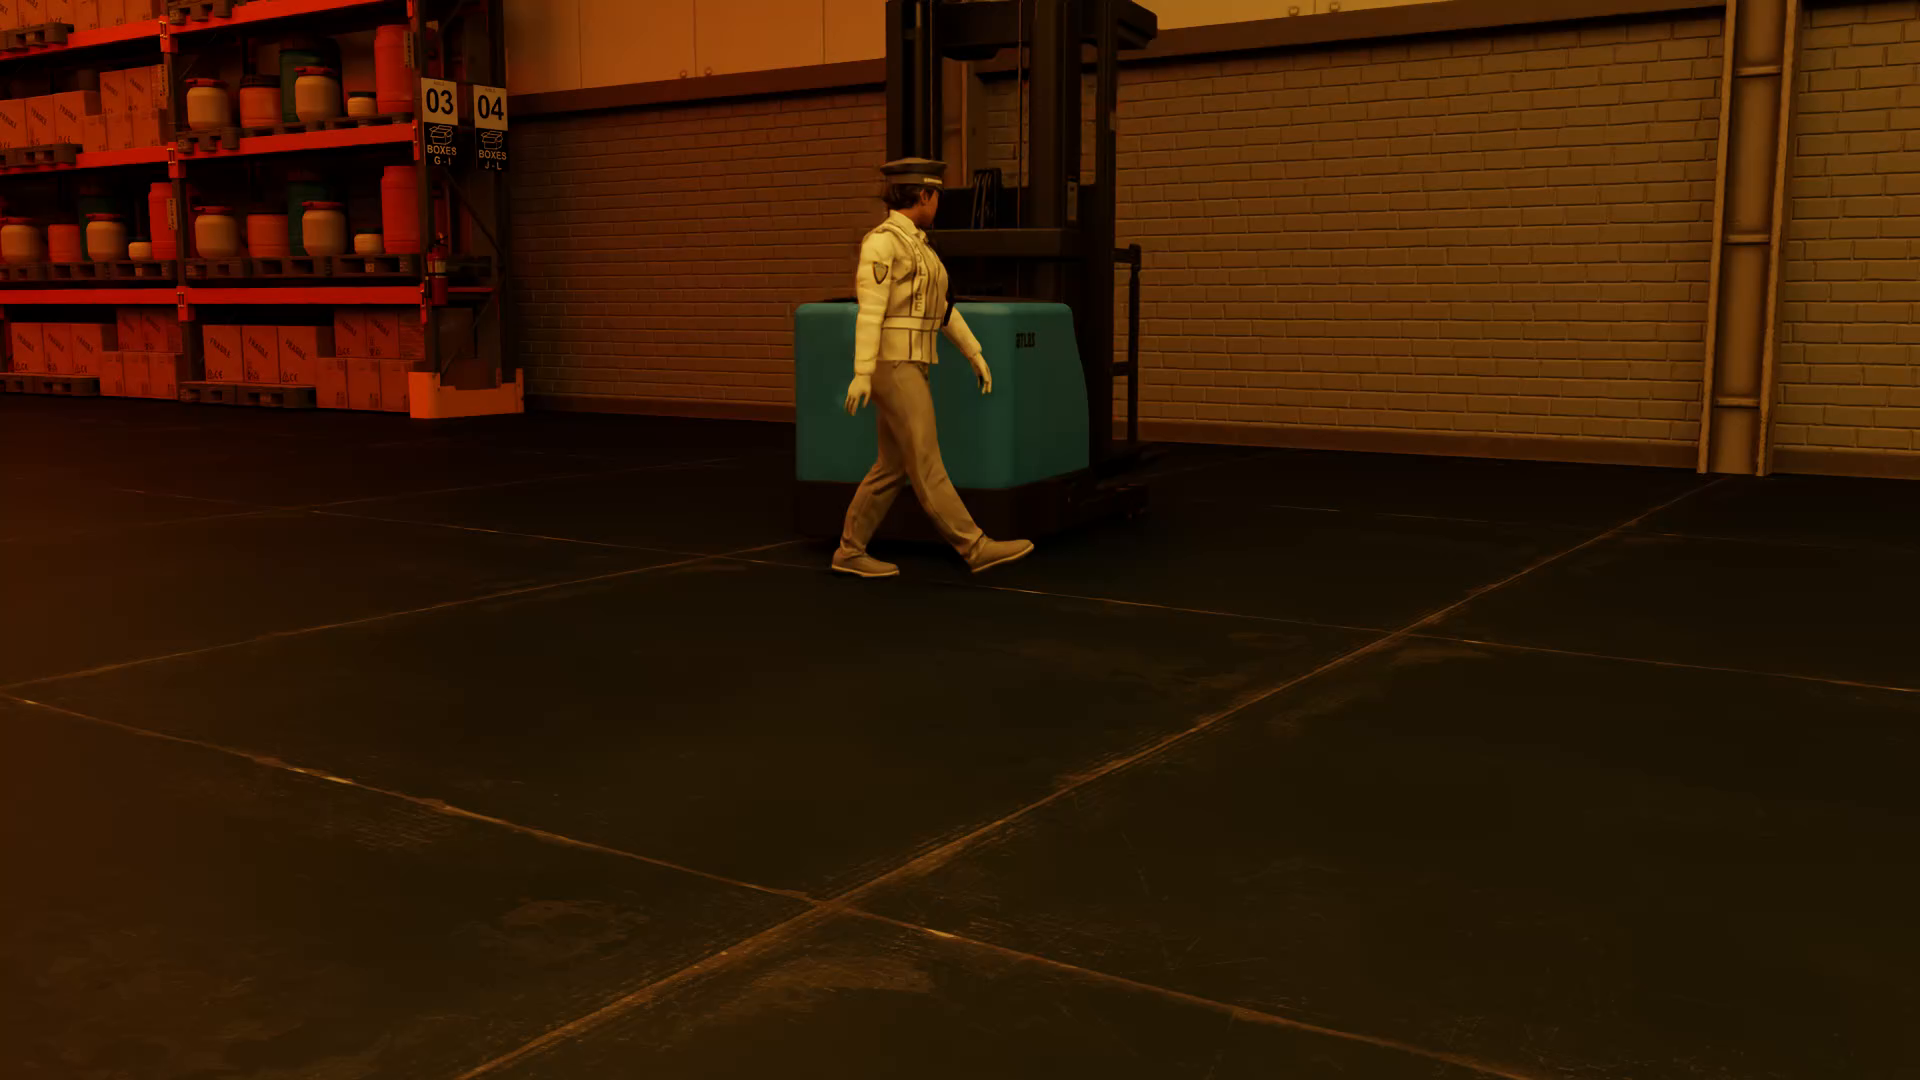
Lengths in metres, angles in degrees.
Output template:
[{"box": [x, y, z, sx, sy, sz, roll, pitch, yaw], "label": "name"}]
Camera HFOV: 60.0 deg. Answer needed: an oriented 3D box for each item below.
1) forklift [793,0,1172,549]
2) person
[{"box": [0.317, -1.572, 8.250, 1.130, 2.935, 3.031, 3, 9, 23], "label": "forklift"}, {"box": [-0.120, -0.639, 6.361, 0.857, 1.624, 0.658, 2, 8, 14], "label": "person"}]
